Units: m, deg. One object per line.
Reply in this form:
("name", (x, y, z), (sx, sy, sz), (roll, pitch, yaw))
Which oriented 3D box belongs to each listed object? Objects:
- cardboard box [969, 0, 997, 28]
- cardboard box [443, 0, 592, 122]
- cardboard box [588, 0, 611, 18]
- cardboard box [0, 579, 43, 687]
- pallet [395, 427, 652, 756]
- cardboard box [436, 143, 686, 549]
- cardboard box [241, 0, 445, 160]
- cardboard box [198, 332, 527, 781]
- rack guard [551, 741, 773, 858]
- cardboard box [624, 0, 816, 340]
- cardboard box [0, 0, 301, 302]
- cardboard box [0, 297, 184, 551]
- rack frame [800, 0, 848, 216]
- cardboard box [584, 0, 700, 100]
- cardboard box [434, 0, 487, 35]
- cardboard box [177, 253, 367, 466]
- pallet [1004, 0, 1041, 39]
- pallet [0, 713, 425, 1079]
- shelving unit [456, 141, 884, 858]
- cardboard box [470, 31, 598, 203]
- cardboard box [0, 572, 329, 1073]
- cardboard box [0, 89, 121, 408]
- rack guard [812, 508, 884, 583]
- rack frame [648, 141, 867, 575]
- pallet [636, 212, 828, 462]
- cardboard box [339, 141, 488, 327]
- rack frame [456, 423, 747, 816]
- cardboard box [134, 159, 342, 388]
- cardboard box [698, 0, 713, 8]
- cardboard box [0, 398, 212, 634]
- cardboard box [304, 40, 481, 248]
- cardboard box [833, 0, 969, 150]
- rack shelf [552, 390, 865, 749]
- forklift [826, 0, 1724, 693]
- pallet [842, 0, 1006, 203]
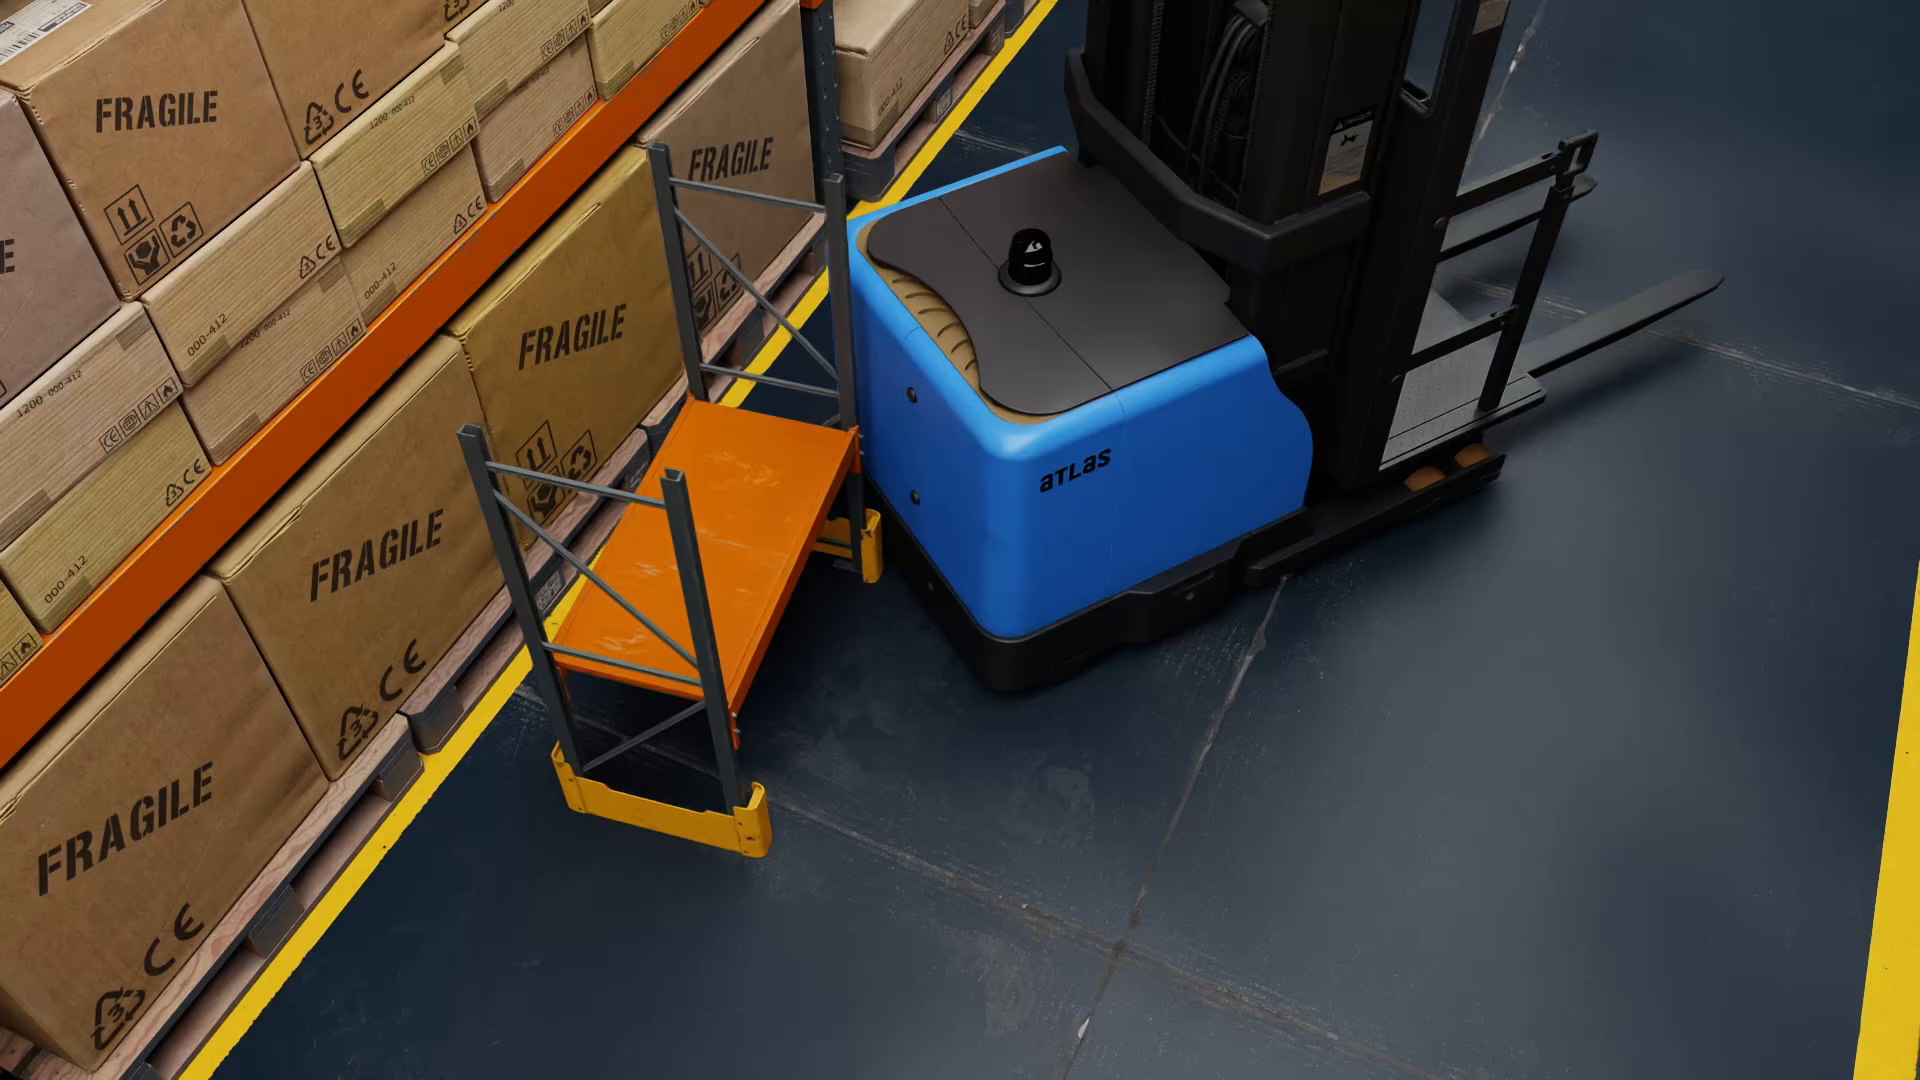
("cardboard box", (-0.158, -2.644, 6.937), (0.875, 0.438, 0.875), (18, 52, 15))
("cardboard box", (-1.296, -1.349, 4.199), (0.500, 0.250, 0.500), (21, 53, 17))
("cardboard box", (-1.081, -1.708, 4.504), (0.500, 0.250, 0.500), (21, 53, 17))
("cardboard box", (-2.178, 0.224, 3.188), (0.500, 0.250, 0.500), (19, 52, 15))
("pallet", (-1.687, -0.021, 5.129), (1.003, 0.211, 1.213), (20, 52, 16))
("cardboard box", (-1.477, -0.694, 4.990), (0.875, 0.875, 0.875), (21, 53, 17))
("cardboard box", (-1.525, -1.228, 3.603), (0.500, 0.500, 0.500), (21, 53, 17))
("cardboard box", (-1.859, -0.078, 4.467), (0.875, 0.875, 0.875), (20, 53, 17))
("rack guard", (-0.802, 0.694, 4.495), (0.587, 0.250, 0.087), (12, 51, 10))
("cardboard box", (-1.098, -1.318, 5.522), (0.875, 0.875, 0.875), (21, 53, 17))
("cardboard box", (-1.744, -0.882, 3.309), (0.500, 0.500, 0.500), (21, 53, 17))
("cardboard box", (-1.953, -0.307, 3.312), (0.500, 0.250, 0.500), (21, 53, 17))
("rack frame", (-0.905, -2.324, 5.258), (1.000, 3.000, 0.127), (20, 52, 16))
("cardboard box", (-1.088, -1.534, 4.684), (0.500, 0.250, 0.500), (19, 52, 16))
("cardboard box", (-1.318, -1.590, 3.911), (0.500, 0.500, 0.500), (21, 53, 17))
("cardboard box", (-1.745, -0.495, 3.800), (0.500, 0.250, 0.500), (21, 53, 17))
("pallet", (0.010, -2.761, 7.461), (1.003, 0.211, 1.213), (20, 52, 16))
("pallet", (-2.209, 0.816, 4.417), (1.003, 0.211, 1.213), (20, 52, 16))
("shelving unit", (-0.664, -0.075, 4.329), (0.587, 1.500, 1.083), (12, 51, 10))
("cardboard box", (-1.320, -1.193, 4.394), (0.500, 0.250, 0.500), (19, 52, 15))
("cardboard box", (-2.244, 0.534, 3.945), (0.875, 0.875, 0.875), (19, 52, 16))
("cardboard box", (-1.979, -0.531, 3.010), (0.500, 0.500, 0.500), (20, 52, 16))
("rack guard", (-0.527, -0.035, 5.115), (0.587, 0.250, 0.087), (12, 51, 10))
("rack frame", (-0.526, -0.441, 4.640), (0.500, 1.500, 0.032), (12, 51, 10))
("pallet", (-1.167, -0.864, 5.847), (1.003, 0.211, 1.213), (20, 52, 16))
("cardboard box", (-1.537, -0.836, 4.090), (0.500, 0.250, 0.500), (20, 52, 16))
("rack frame", (-0.808, 0.304, 4.007), (0.500, 1.500, 0.032), (12, 51, 10))
("cardboard box", (-1.728, -0.646, 3.600), (0.500, 0.250, 0.500), (20, 52, 16))
("cardboard box", (-0.869, -1.884, 4.982), (0.500, 0.250, 0.500), (19, 52, 15))
("cardboard box", (-1.974, -0.135, 3.494), (0.500, 0.250, 0.500), (18, 52, 15))
("cardboard box", (-1.500, -0.991, 3.894), (0.500, 0.250, 0.500), (21, 53, 17))
("cardboard box", (-0.540, -2.027, 6.412), (0.875, 0.438, 0.875), (19, 52, 16))
("rack shelf", (-0.667, 0.048, 4.460), (0.538, 0.185, 1.000), (12, 51, 10))
("forklift", (1.153, -1.354, 4.478), (3.031, 2.935, 1.130), (-24, 54, -19))
("pallet", (-0.510, -1.918, 6.744), (1.003, 0.211, 1.213), (20, 52, 16))
